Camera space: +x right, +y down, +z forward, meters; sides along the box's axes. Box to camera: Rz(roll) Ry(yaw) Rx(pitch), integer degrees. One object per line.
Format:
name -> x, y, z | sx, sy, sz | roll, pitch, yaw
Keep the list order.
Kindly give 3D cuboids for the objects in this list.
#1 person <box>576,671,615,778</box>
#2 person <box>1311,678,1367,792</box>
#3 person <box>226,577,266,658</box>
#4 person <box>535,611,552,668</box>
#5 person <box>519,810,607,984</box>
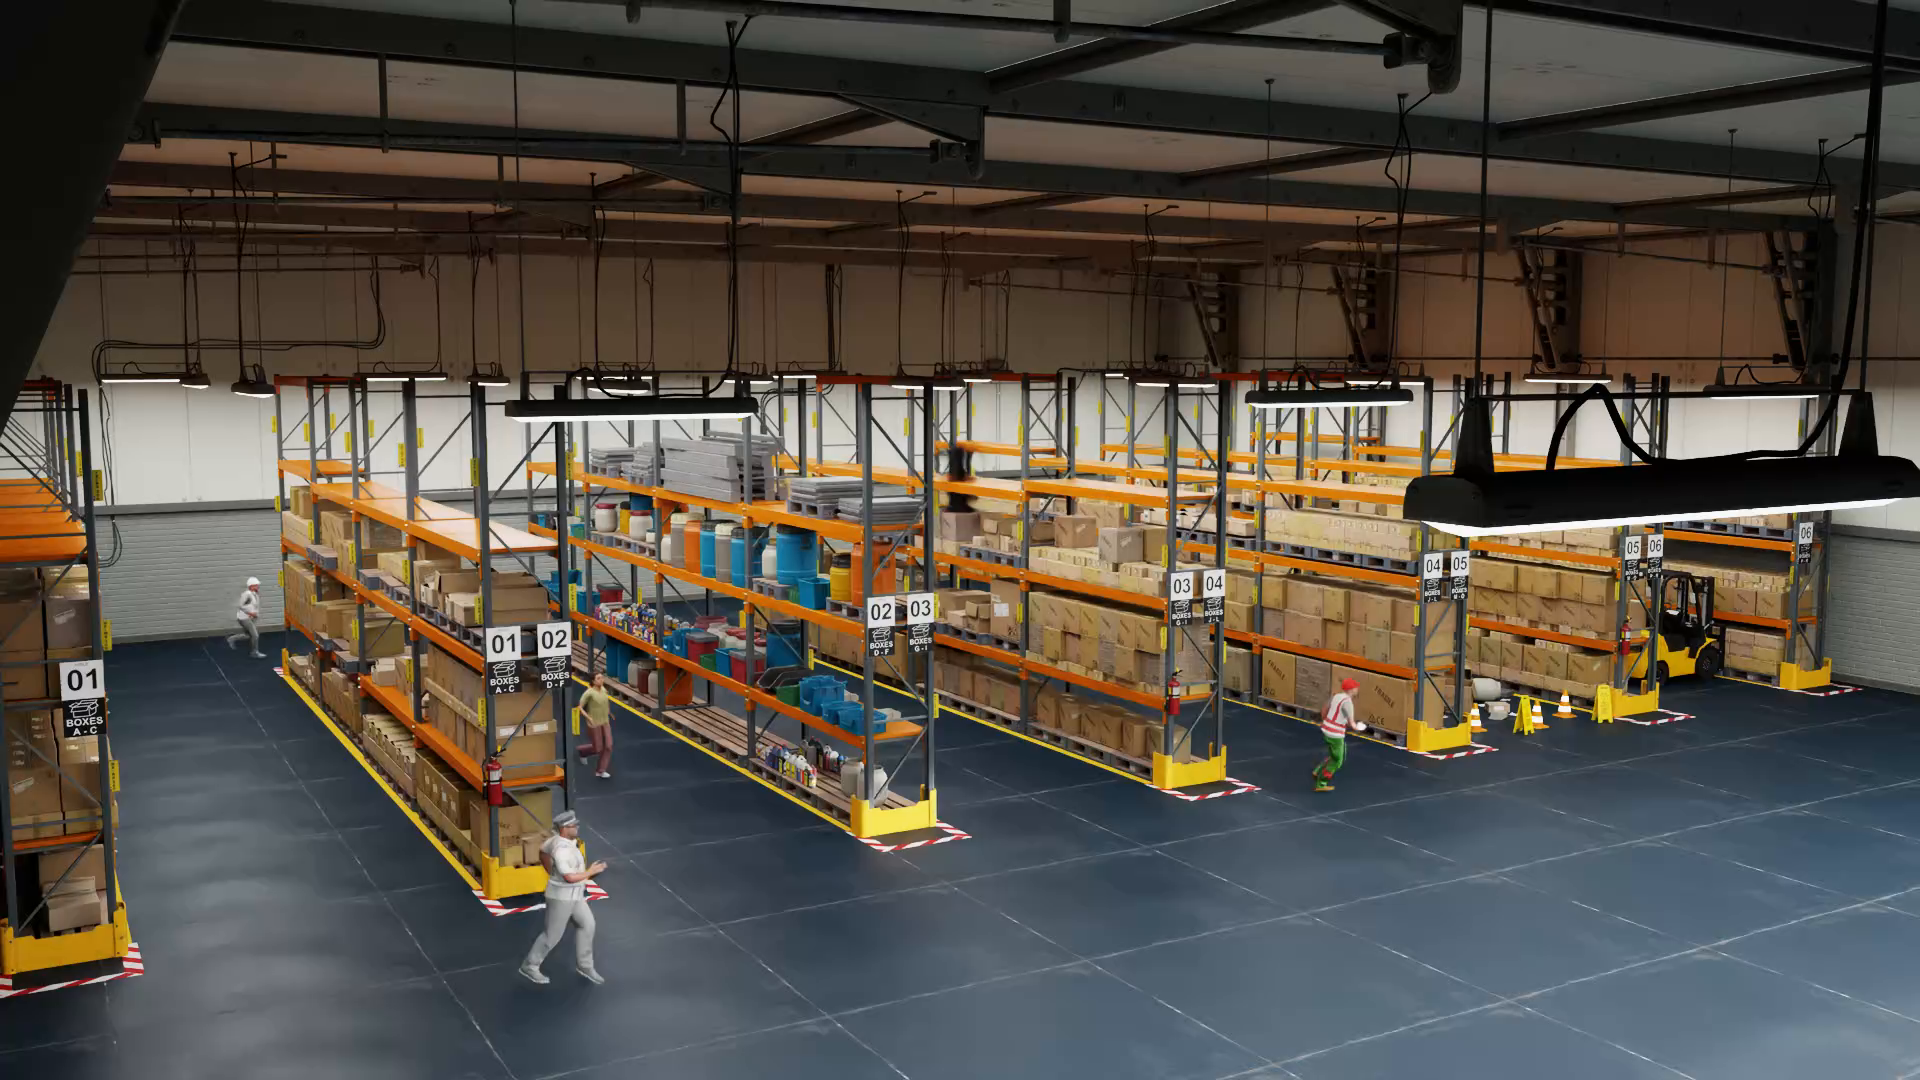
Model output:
person -> -5.537, 2.775, 25.225 | 0.694, 1.622, 0.589 | 5, 8, 39
person -> 5.552, 2.842, 24.329 | 0.773, 1.678, 0.679 | -1, 6, -5
person -> -15.104, 1.651, 35.054 | 0.813, 1.734, 0.657 | 0, 6, -1
person -> -7.694, 2.149, 30.778 | 0.736, 1.744, 0.975 | -3, 7, -25
person -> -3.998, 3.623, 16.738 | 0.890, 1.839, 0.616 | 0, 6, -3
